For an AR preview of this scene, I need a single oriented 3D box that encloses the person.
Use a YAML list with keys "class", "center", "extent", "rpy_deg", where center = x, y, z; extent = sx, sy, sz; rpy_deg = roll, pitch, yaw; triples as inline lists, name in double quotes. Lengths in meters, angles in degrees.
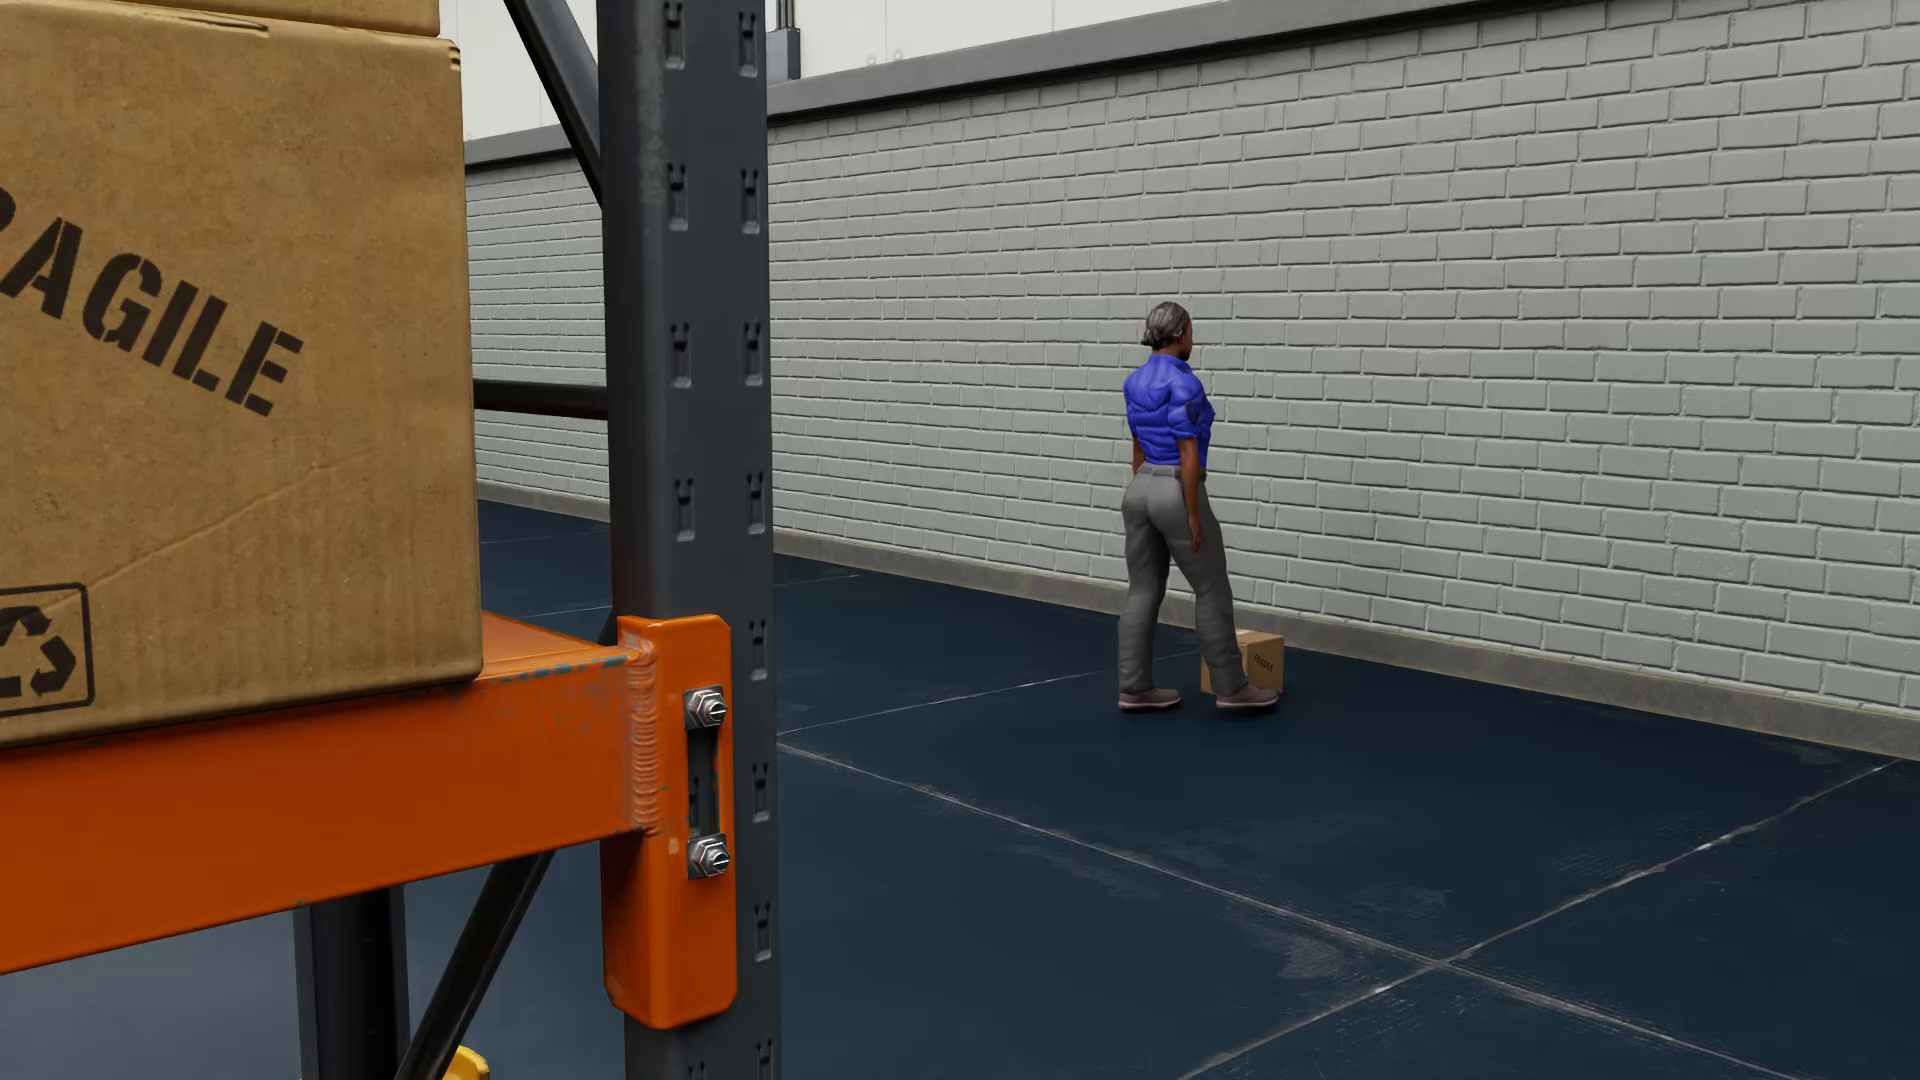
- class: "person"
  center: [0.953, -0.134, 6.744]
  extent: [0.585, 1.653, 0.496]
  rpy_deg: [-5, 9, -34]
